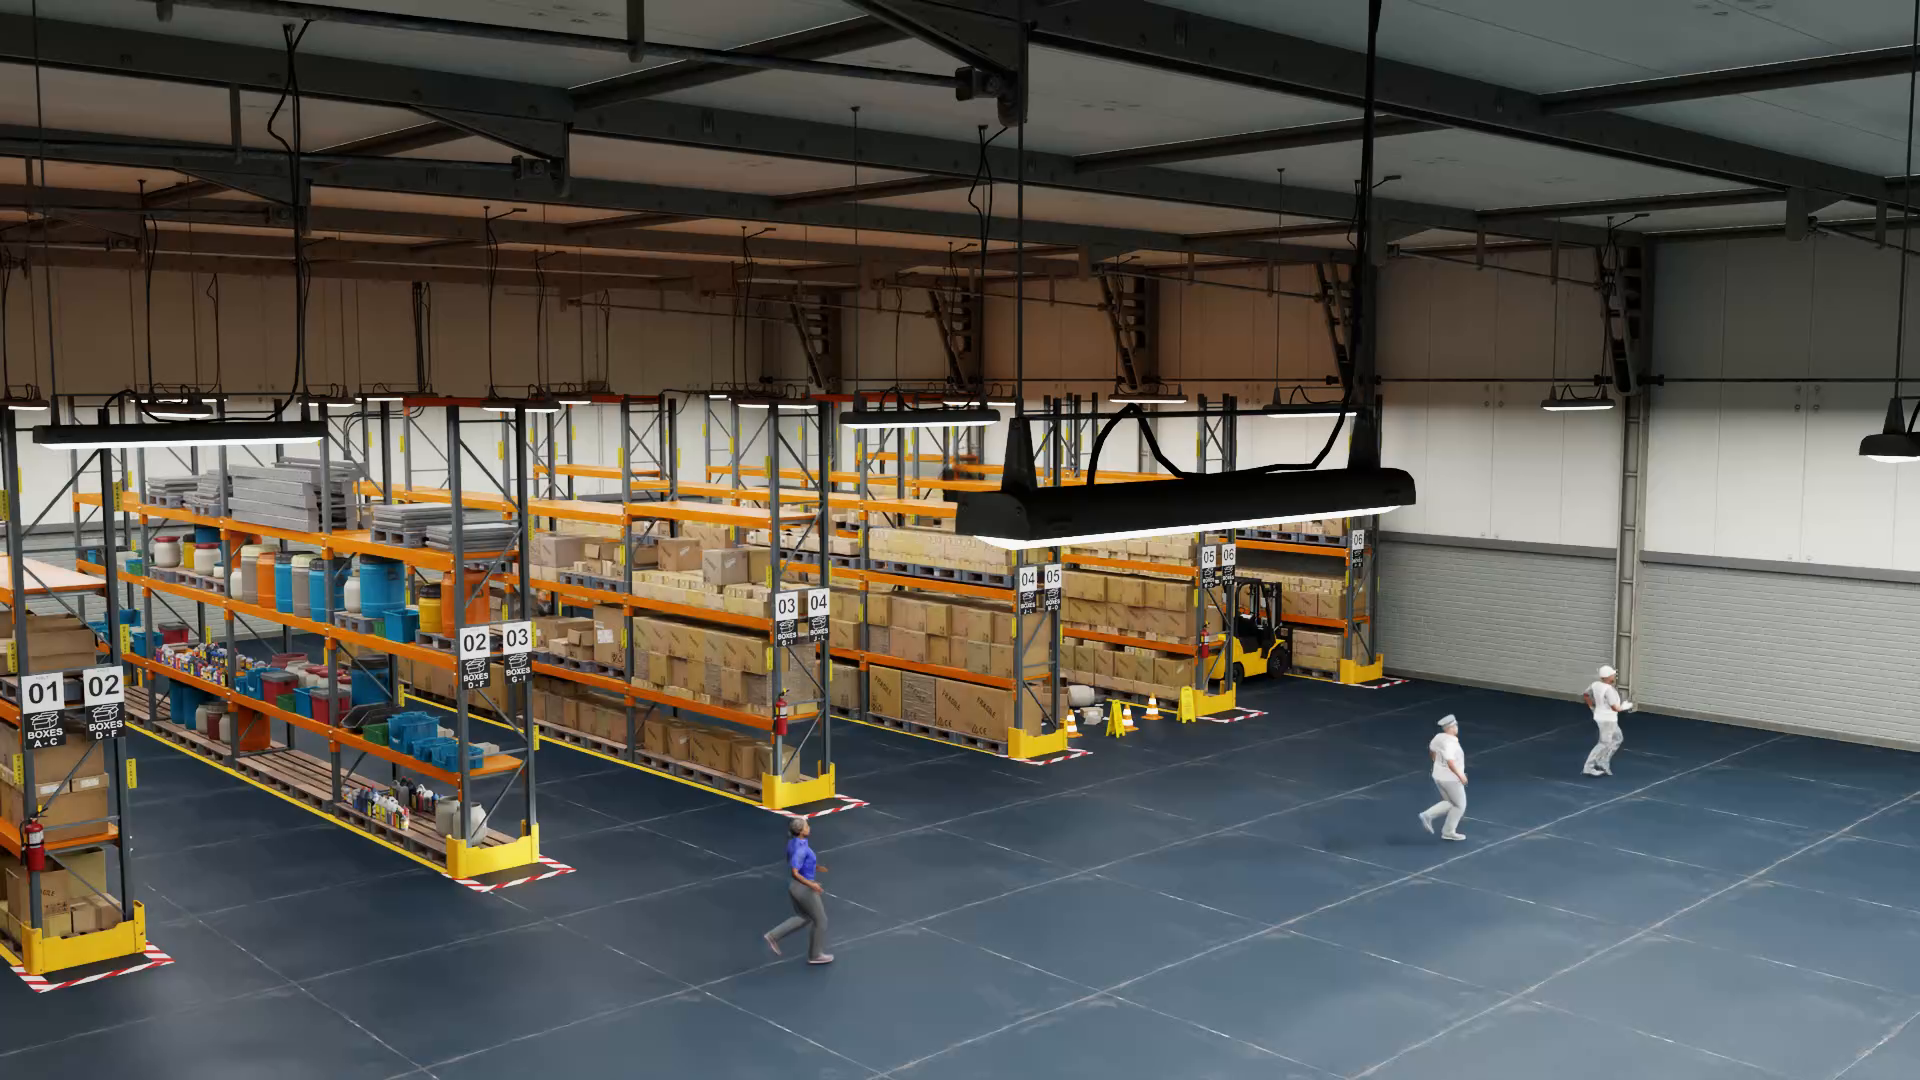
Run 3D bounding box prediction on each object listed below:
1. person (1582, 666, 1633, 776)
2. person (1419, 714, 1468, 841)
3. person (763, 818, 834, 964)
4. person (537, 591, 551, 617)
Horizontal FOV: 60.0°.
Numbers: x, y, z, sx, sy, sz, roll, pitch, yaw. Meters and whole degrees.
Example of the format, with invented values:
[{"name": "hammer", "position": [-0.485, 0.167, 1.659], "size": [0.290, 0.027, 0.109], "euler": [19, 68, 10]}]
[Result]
[{"name": "person", "position": [10.293, 2.893, 26.433], "size": [0.724, 1.806, 0.655], "euler": [1, 6, 6]}, {"name": "person", "position": [6.672, 3.258, 22.842], "size": [0.585, 1.749, 0.669], "euler": [-1, 6, -9]}, {"name": "person", "position": [-1.733, 3.791, 17.944], "size": [0.761, 1.615, 0.585], "euler": [-2, 6, -19]}, {"name": "person", "position": [-9.096, 1.959, 36.507], "size": [0.671, 1.674, 0.607], "euler": [-4, 7, -36]}]
